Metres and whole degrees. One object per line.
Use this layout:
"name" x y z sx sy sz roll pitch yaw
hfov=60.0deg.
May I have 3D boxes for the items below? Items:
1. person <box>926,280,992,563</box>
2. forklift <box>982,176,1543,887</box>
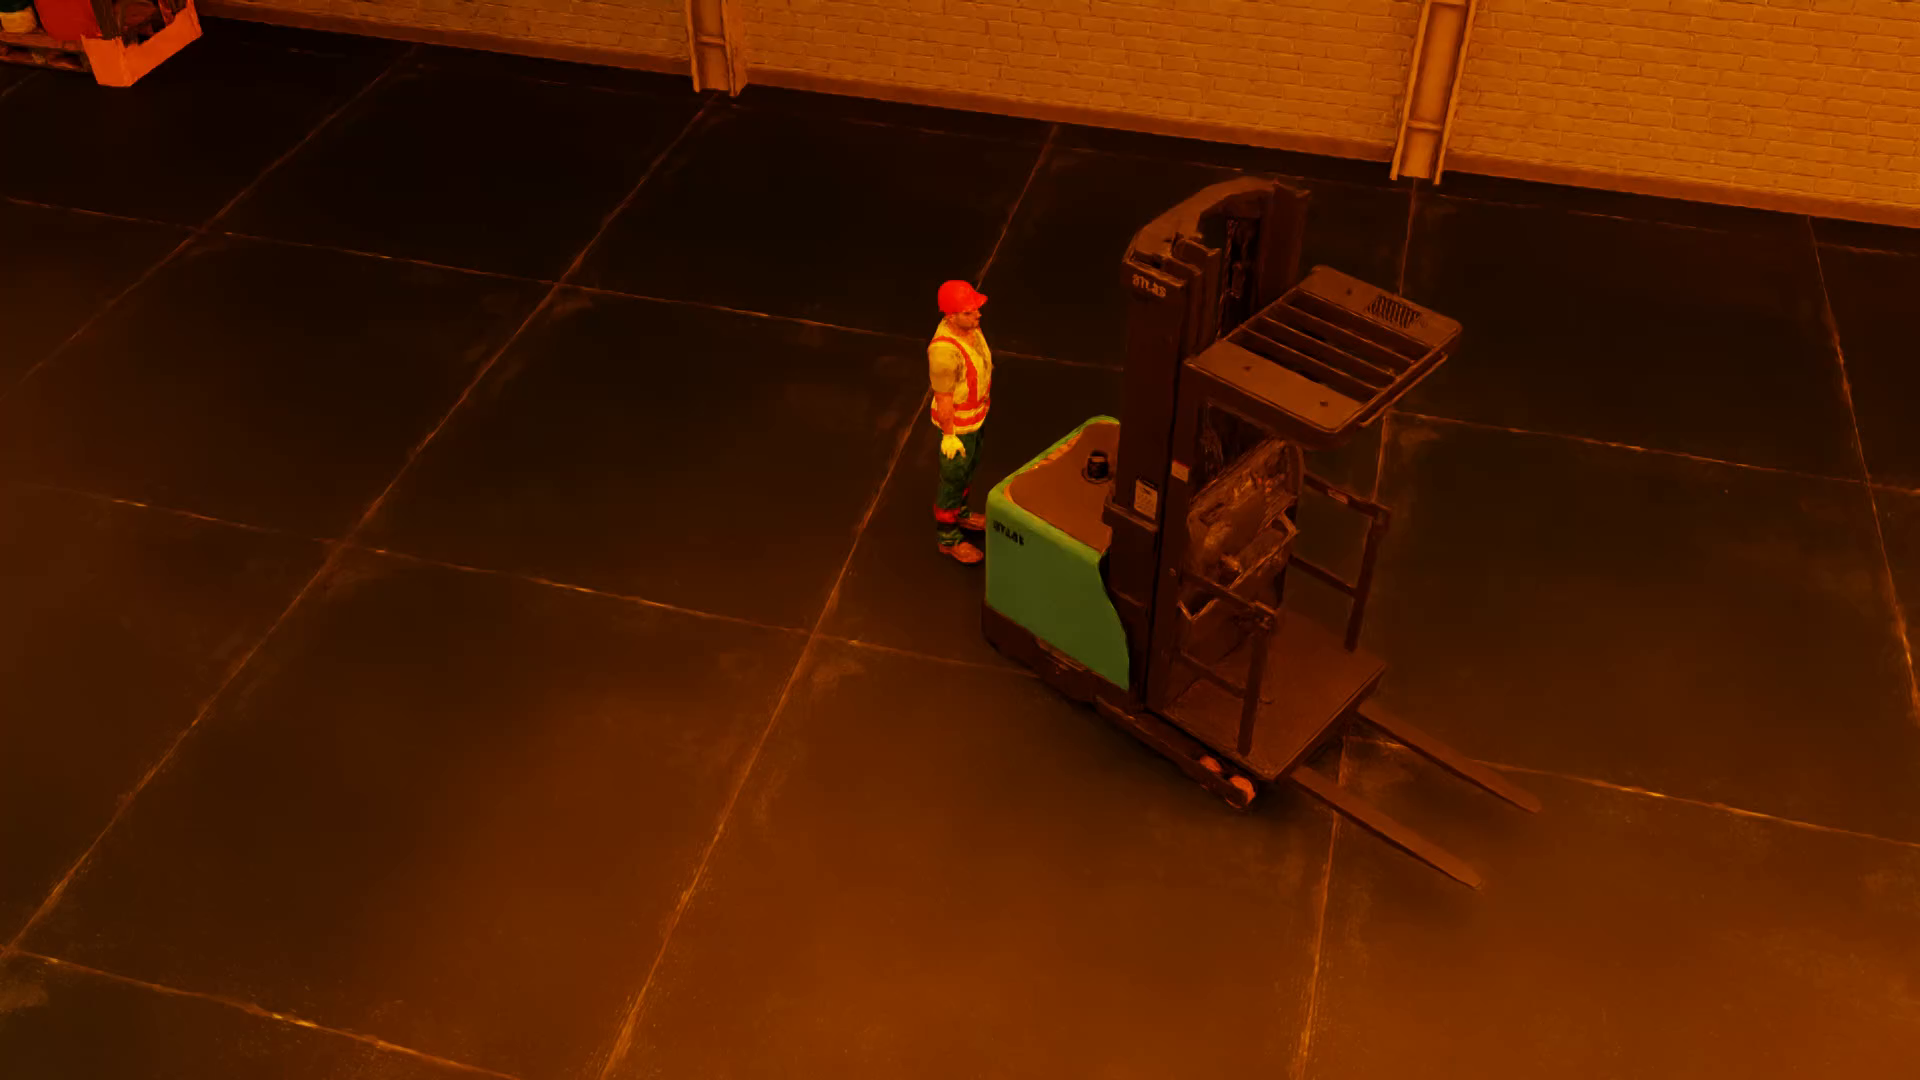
"person" 0.021 -0.701 9.465 0.349 1.795 0.540 10 42 11
"forklift" 1.552 -0.127 8.007 3.031 2.935 1.130 31 50 30
